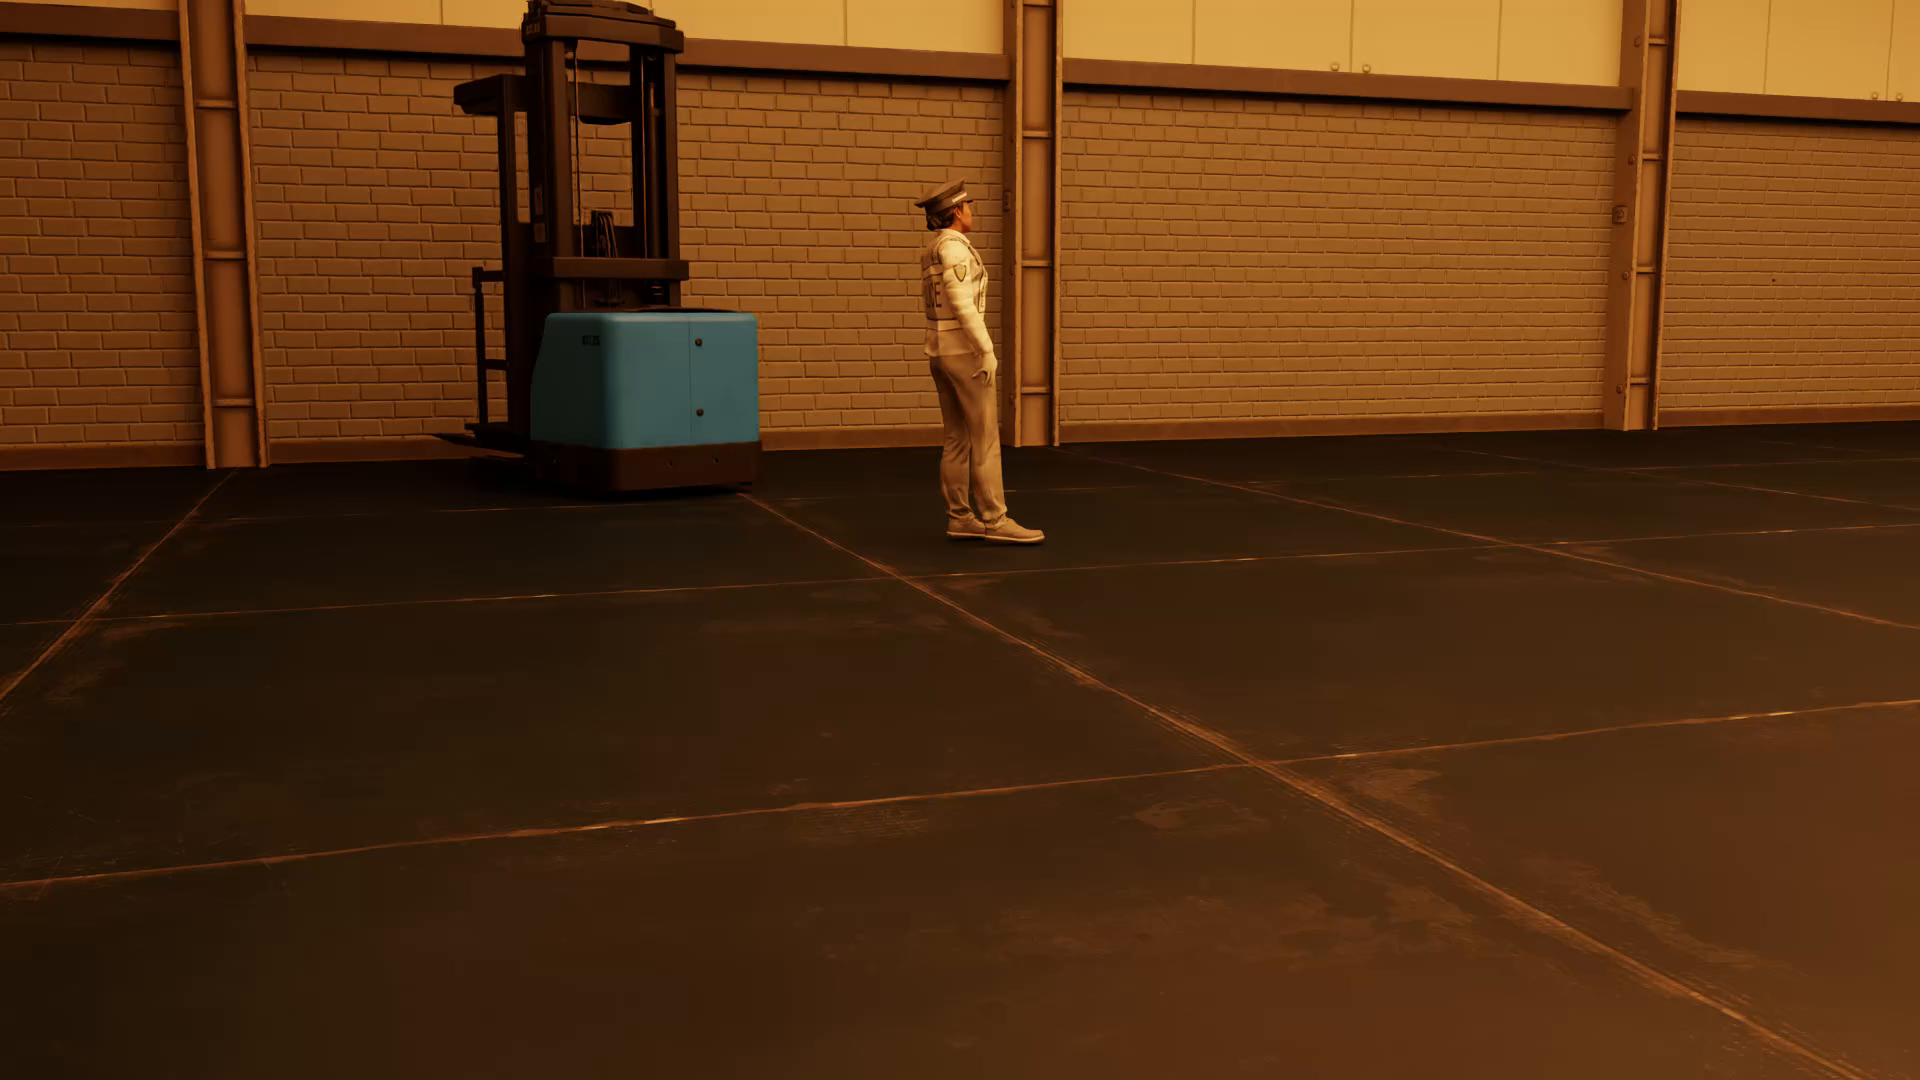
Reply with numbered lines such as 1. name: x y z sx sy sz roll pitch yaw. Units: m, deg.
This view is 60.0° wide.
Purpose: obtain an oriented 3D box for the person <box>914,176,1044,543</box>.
1. person: 0.065 -0.849 7.824 0.533 1.696 0.588 -3 8 -18

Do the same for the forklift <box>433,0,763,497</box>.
1. forklift: -2.516 -1.852 10.666 1.130 2.935 3.031 -6 10 -39
